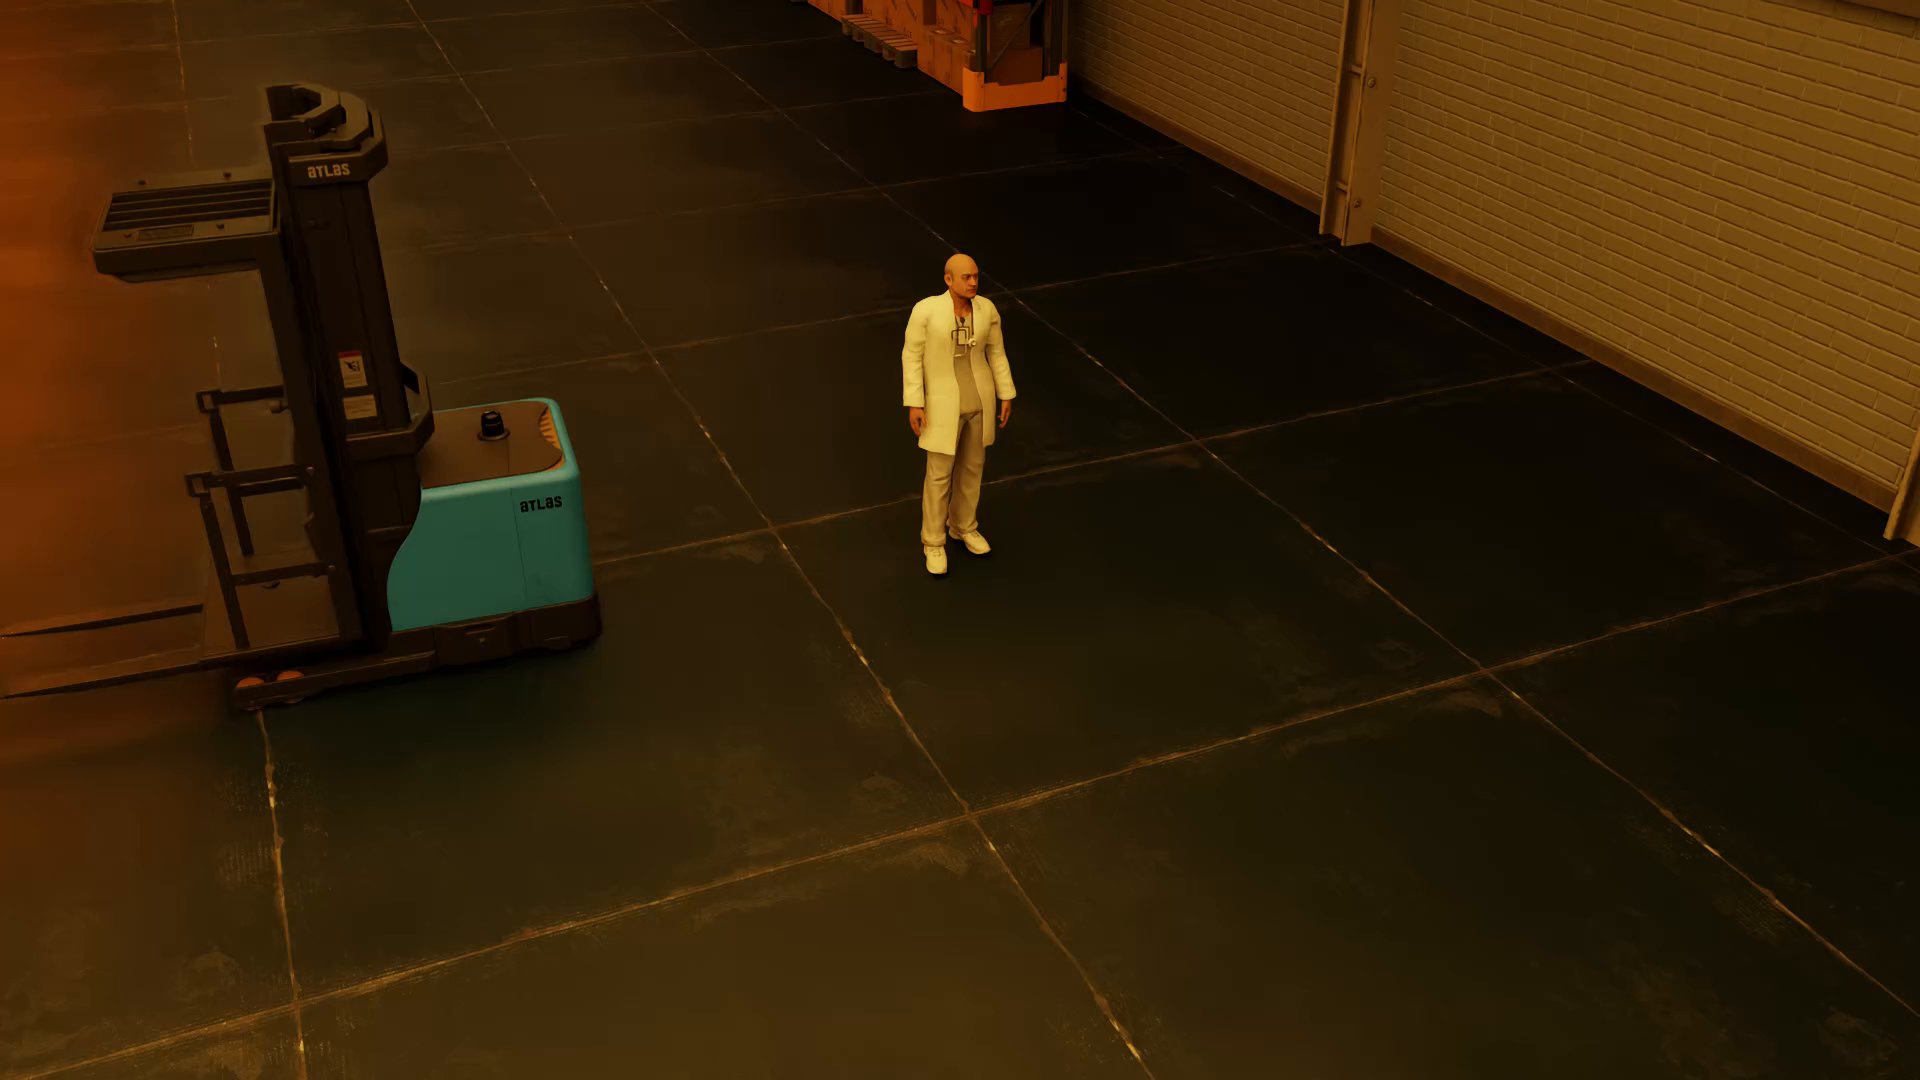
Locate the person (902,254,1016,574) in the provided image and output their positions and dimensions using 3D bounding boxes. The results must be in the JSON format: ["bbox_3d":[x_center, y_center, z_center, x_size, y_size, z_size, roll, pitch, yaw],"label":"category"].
[{"bbox_3d":[0.032,-0.736,9.554,0.696,1.775,0.581,-12,32,-20],"label":"person"}]

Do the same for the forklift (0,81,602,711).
[{"bbox_3d":[-3.531,-0.692,8.331,3.031,2.935,1.130,-10,31,-16],"label":"forklift"}]
